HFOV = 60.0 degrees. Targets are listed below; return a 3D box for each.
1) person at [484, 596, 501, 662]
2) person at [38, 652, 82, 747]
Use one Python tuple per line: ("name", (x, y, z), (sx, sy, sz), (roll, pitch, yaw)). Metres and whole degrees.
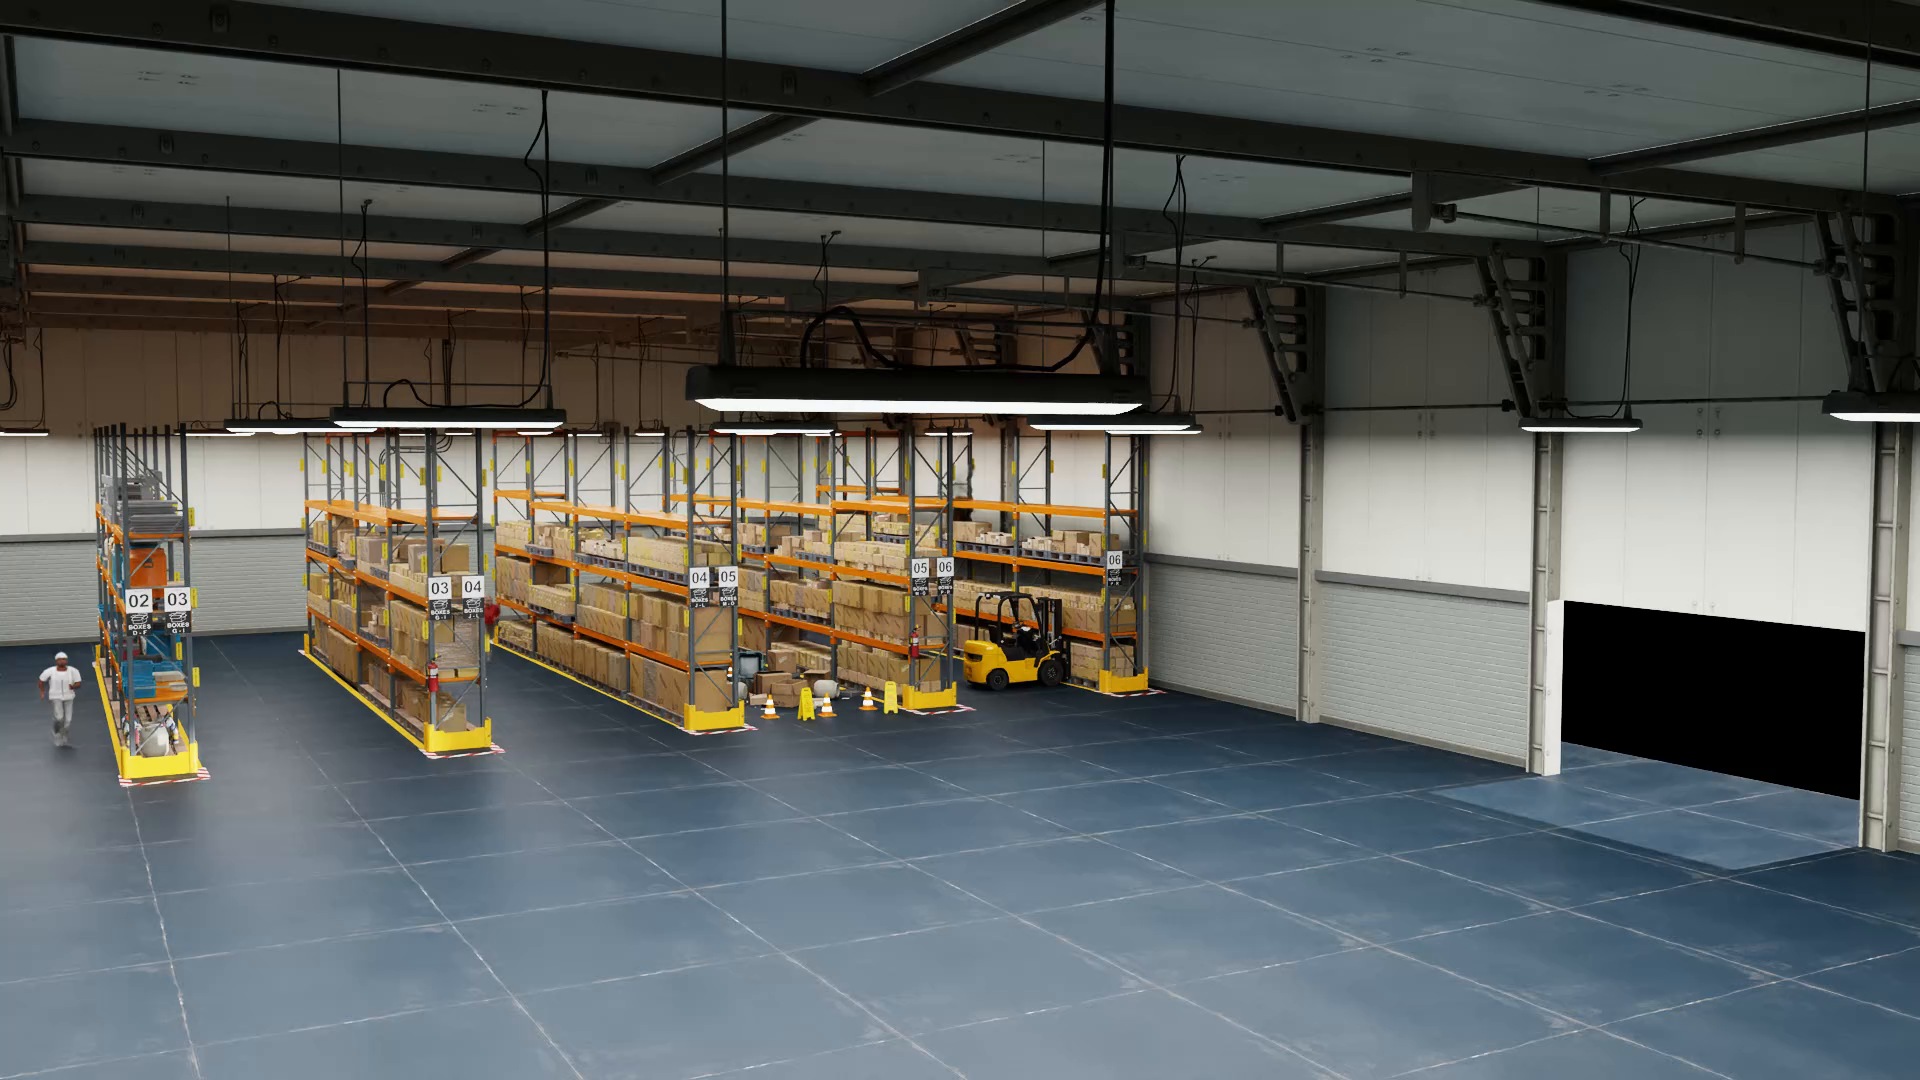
("person", (-12.292, 2.303, 43.120), (0.681, 1.752, 0.973), (-2, 4, -31))
("person", (-16.710, 2.967, 30.938), (0.673, 1.759, 0.688), (-3, 4, -39))
